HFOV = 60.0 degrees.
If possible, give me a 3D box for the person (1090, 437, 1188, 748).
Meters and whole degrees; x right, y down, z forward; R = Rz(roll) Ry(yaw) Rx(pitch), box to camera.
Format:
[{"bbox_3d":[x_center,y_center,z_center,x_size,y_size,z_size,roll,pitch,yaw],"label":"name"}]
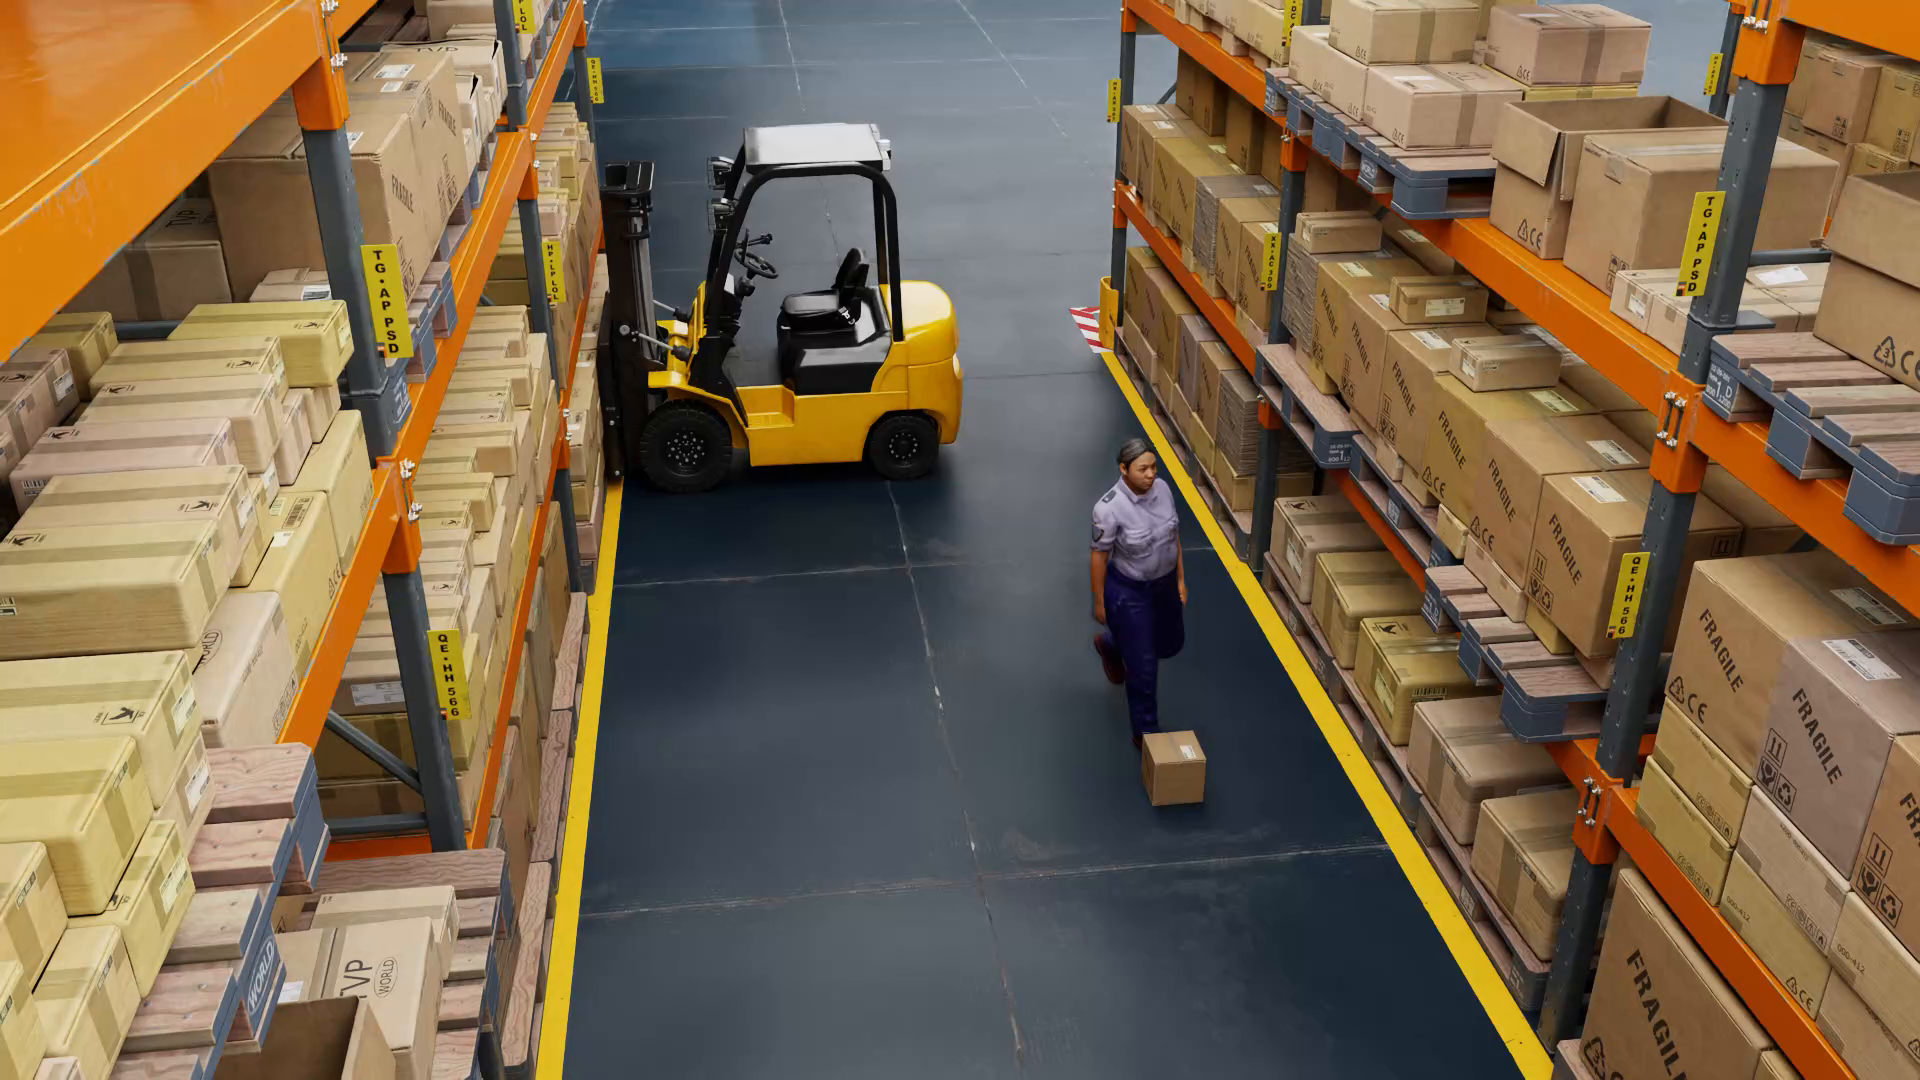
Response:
[{"bbox_3d":[0.863,0.239,8.174,0.509,1.629,0.774,-21,34,-35],"label":"person"}]
